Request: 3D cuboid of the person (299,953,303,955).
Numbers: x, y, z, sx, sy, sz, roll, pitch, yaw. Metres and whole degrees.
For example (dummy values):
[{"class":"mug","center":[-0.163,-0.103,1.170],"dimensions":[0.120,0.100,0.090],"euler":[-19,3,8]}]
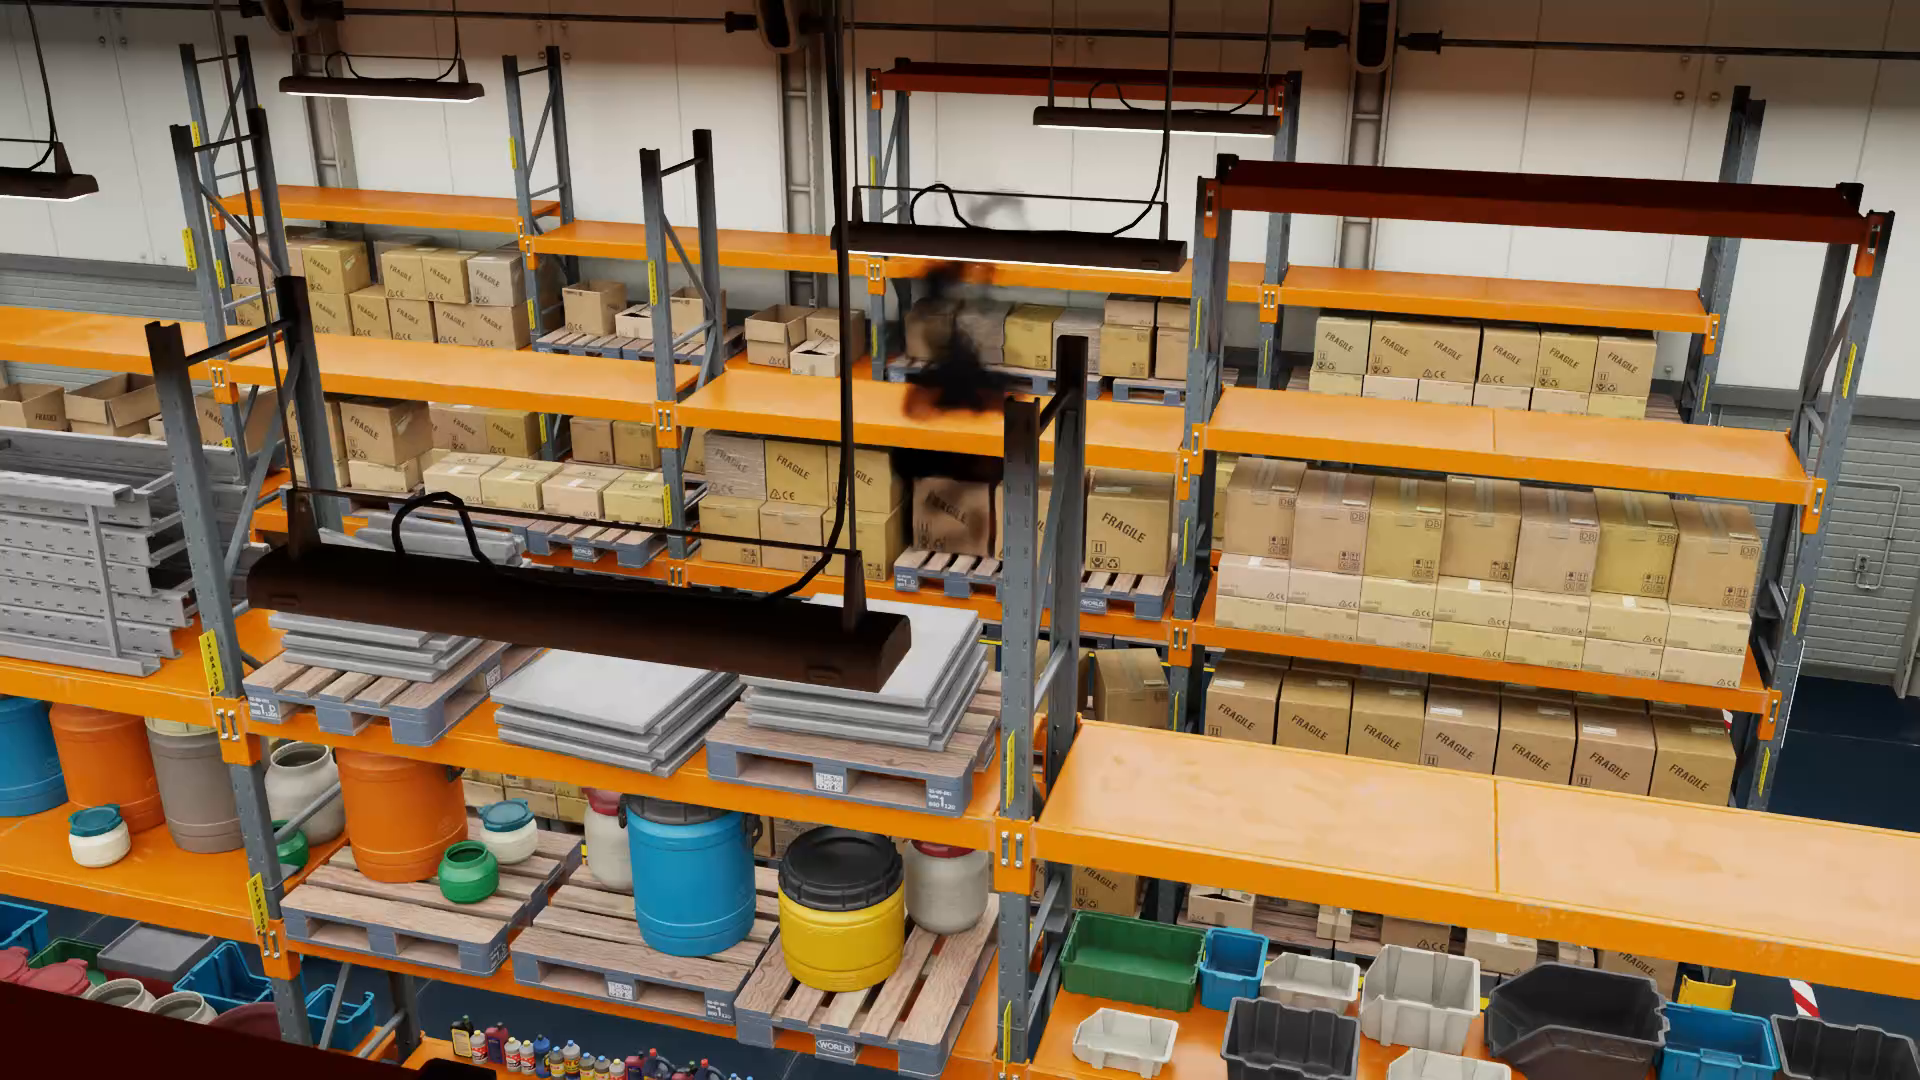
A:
[{"class":"person","center":[-5.248,2.474,12.697],"dimensions":[0.560,1.632,0.569],"euler":[3,23,8]}]
